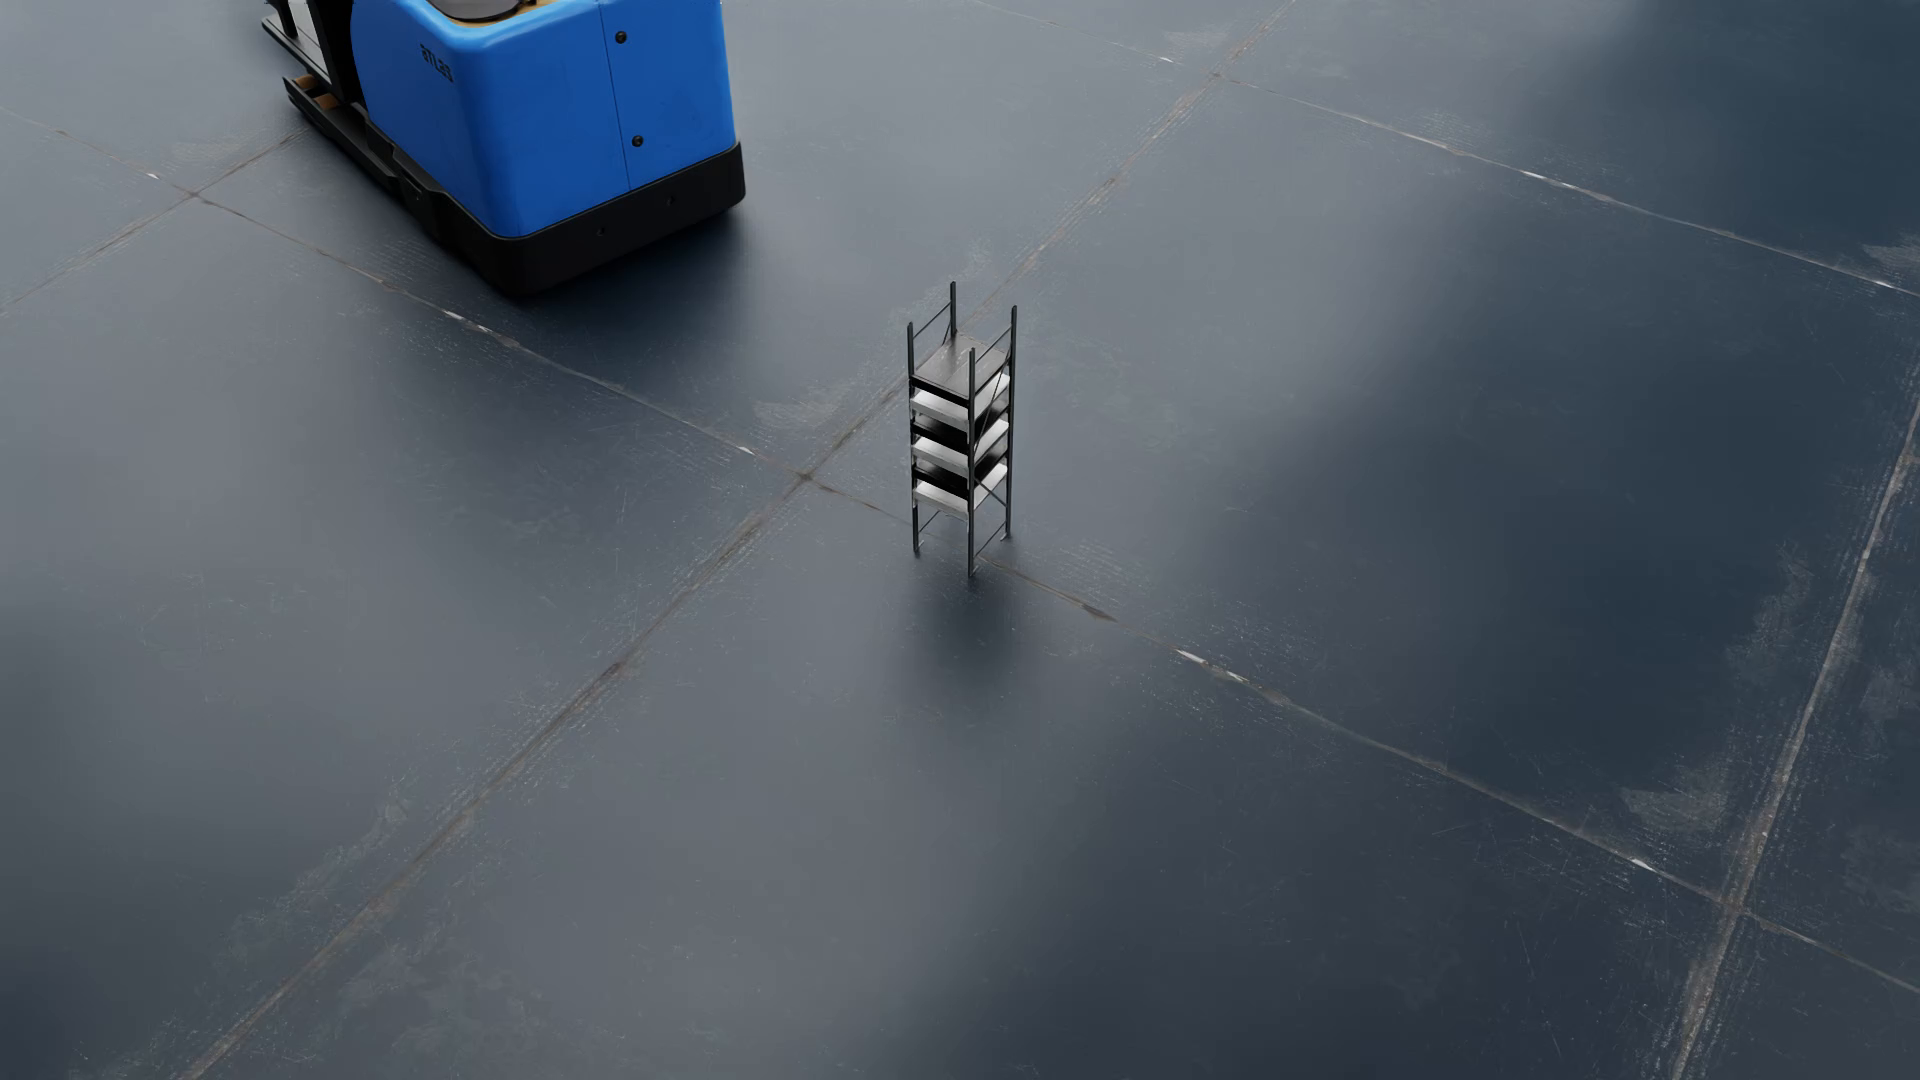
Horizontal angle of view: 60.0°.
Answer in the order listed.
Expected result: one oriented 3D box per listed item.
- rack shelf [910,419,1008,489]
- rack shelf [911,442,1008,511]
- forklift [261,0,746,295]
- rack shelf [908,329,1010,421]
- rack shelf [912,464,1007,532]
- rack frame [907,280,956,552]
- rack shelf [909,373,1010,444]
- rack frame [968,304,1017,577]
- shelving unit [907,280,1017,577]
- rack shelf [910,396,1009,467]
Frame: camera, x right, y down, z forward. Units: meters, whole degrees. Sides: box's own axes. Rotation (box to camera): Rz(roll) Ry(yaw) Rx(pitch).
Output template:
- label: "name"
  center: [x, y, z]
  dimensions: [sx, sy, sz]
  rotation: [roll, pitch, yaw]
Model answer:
- label: "rack shelf"
  center: [0.007, -0.287, 4.951]
  dimensions: [0.200, 0.077, 0.258]
  rotation: [25, 51, 22]
- label: "rack shelf"
  center: [0.007, -0.225, 5.016]
  dimensions: [0.200, 0.077, 0.258]
  rotation: [25, 51, 22]
- label: "forklift"
  center: [-2.161, -2.901, 6.029]
  dimensions: [1.130, 2.935, 3.031]
  rotation: [-31, 53, -27]
- label: "rack shelf"
  center: [0.007, -0.475, 4.758]
  dimensions: [0.200, 0.077, 0.258]
  rotation: [25, 51, 22]
- label: "rack shelf"
  center: [0.007, -0.162, 5.081]
  dimensions: [0.200, 0.077, 0.258]
  rotation: [25, 51, 22]
- label: "rack frame"
  center: [-0.079, -0.350, 4.966]
  dimensions: [0.006, 0.900, 0.240]
  rotation: [25, 51, 22]
- label: "rack shelf"
  center: [0.007, -0.413, 4.822]
  dimensions: [0.200, 0.077, 0.258]
  rotation: [25, 51, 22]
- label: "rack frame"
  center: [0.092, -0.271, 4.889]
  dimensions: [0.006, 0.900, 0.240]
  rotation: [25, 51, 22]
- label: "shelving unit"
  center: [0.007, -0.310, 4.928]
  dimensions: [0.210, 0.900, 0.258]
  rotation: [25, 51, 22]
- label: "rack shelf"
  center: [0.007, -0.350, 4.887]
  dimensions: [0.200, 0.077, 0.258]
  rotation: [25, 51, 22]
